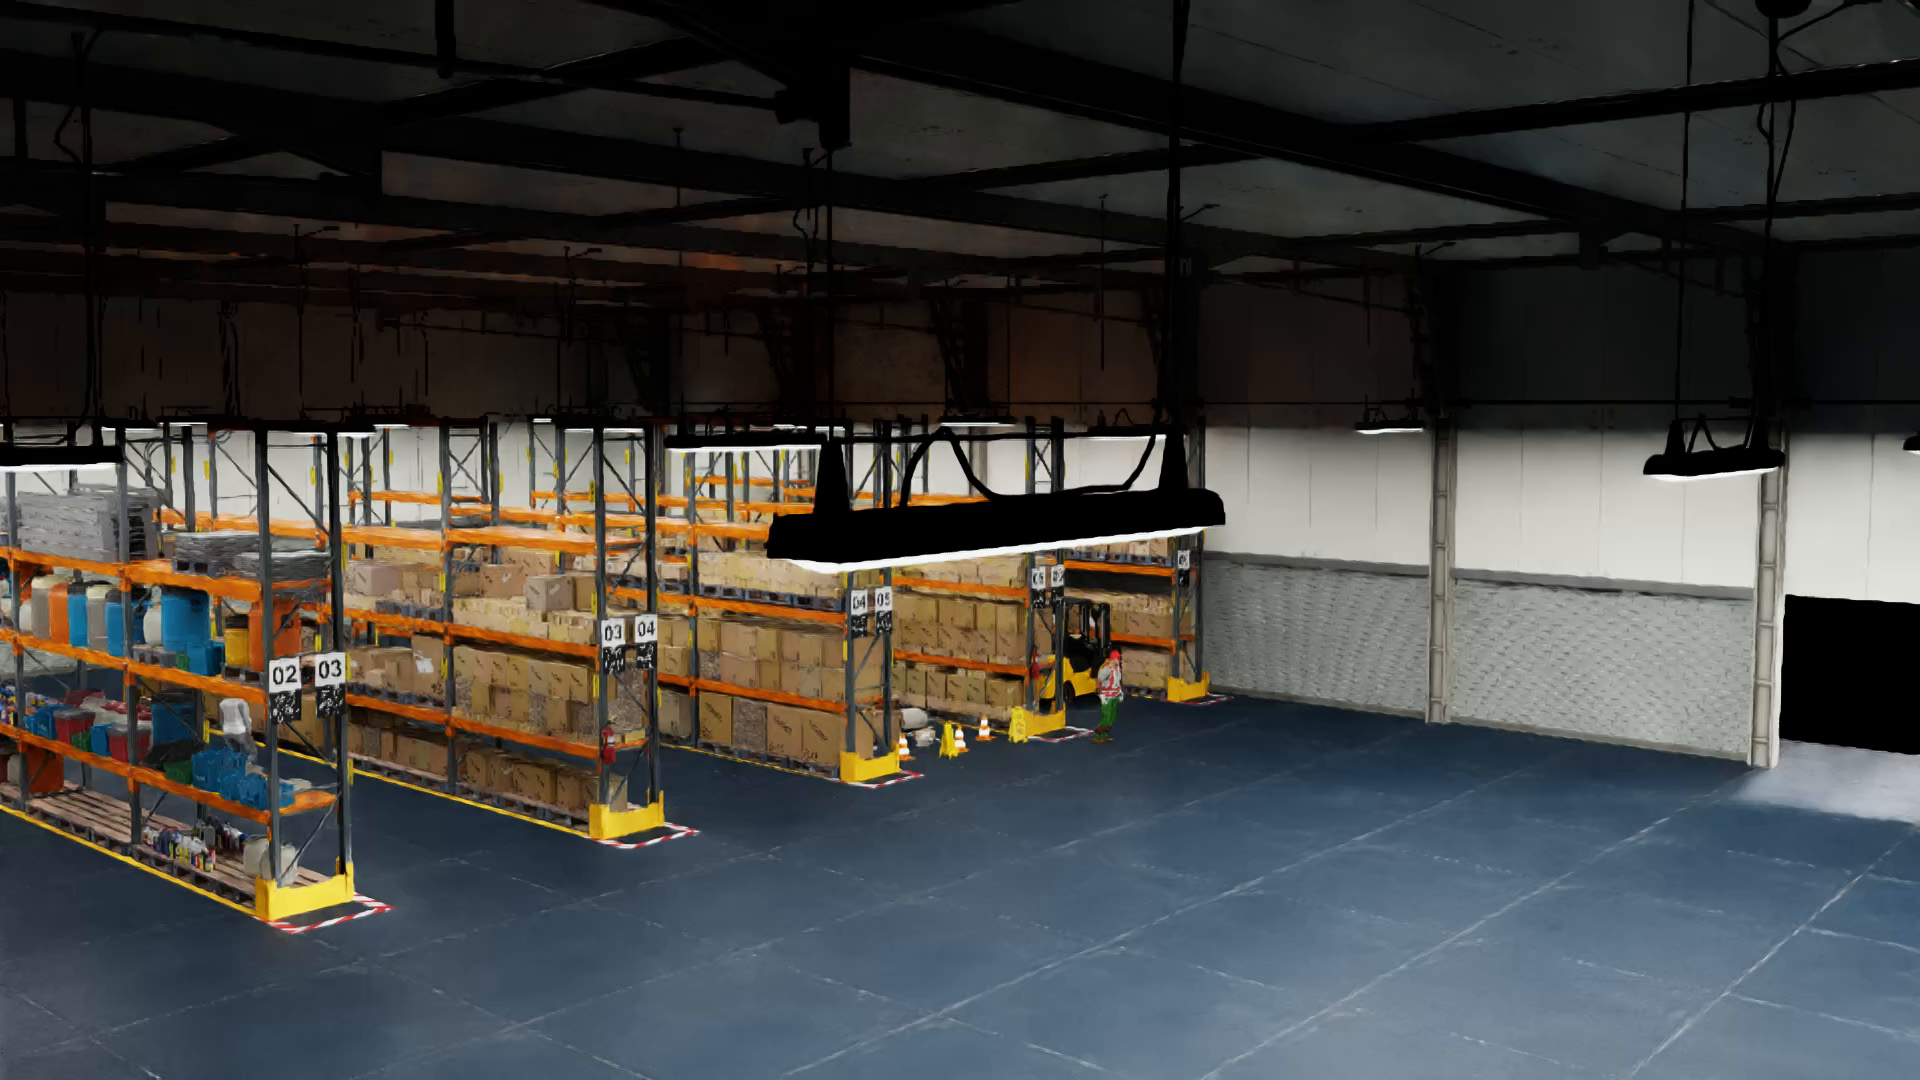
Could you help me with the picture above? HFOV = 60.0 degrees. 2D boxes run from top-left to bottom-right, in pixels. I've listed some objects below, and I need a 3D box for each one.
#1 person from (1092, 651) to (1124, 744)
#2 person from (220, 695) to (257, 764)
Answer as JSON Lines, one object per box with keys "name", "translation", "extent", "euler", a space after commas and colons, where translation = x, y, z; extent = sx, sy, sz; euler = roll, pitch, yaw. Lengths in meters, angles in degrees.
{"name": "person", "translation": [2.776, 2.909, 30.839], "extent": [0.552, 1.742, 0.677], "euler": [4, 6, 40]}
{"name": "person", "translation": [-11.879, 3.177, 27.310], "extent": [0.574, 1.768, 0.445], "euler": [1, 5, 13]}
